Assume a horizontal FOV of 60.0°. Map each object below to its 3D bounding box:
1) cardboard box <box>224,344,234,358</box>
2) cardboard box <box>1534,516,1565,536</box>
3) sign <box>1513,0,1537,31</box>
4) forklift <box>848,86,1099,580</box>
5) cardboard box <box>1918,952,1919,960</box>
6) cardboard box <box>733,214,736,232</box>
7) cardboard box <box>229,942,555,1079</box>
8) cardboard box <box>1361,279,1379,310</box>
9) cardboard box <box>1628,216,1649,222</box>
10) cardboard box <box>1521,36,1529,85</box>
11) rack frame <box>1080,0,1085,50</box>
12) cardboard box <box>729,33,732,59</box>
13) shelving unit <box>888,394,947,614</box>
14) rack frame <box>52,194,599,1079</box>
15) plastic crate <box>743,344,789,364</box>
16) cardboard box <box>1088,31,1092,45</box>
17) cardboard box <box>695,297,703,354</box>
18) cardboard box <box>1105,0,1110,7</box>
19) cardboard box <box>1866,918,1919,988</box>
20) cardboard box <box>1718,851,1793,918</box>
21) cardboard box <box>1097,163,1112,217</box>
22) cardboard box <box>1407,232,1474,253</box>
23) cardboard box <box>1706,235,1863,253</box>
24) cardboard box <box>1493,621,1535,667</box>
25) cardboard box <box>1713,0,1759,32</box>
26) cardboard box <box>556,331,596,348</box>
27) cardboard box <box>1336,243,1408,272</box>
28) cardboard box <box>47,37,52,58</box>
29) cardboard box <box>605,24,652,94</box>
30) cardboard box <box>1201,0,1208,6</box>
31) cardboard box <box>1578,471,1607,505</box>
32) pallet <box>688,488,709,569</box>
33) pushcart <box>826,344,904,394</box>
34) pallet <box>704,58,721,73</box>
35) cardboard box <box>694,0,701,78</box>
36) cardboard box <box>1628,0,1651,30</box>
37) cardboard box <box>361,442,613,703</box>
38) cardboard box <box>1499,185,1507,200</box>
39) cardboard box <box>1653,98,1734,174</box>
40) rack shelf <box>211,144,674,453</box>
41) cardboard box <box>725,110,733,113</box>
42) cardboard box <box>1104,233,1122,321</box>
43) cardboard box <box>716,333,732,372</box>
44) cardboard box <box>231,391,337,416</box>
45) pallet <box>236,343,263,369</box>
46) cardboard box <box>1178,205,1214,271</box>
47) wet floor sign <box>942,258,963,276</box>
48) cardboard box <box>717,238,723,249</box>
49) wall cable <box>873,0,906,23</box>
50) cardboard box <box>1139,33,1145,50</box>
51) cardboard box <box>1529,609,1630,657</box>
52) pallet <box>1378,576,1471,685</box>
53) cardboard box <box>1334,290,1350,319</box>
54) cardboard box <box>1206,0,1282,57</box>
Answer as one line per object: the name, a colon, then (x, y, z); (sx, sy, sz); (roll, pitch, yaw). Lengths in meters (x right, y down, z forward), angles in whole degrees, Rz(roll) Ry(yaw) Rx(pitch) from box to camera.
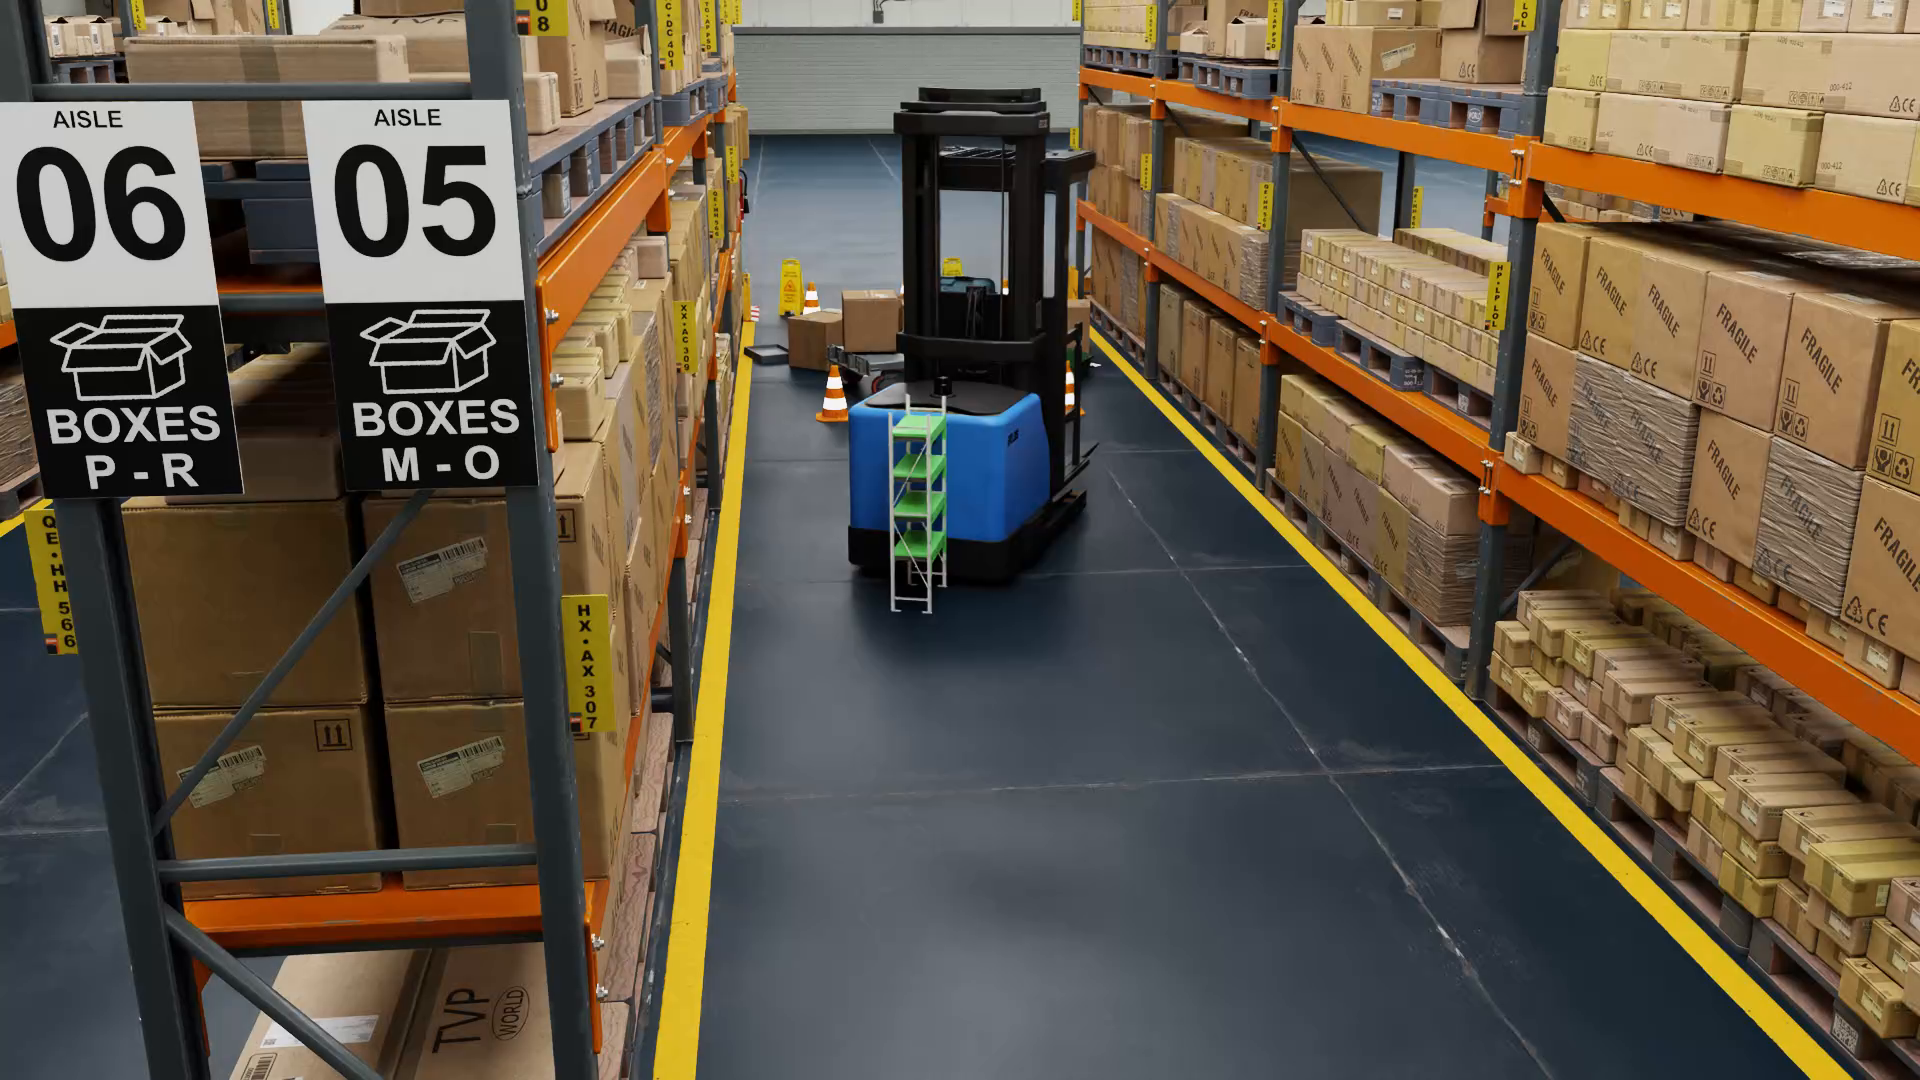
cardboard box: (-7.343, -1.871, 16.018); (0.500, 0.250, 0.500); (-2, 18, -7)
cardboard box: (3.307, -0.225, 9.106); (0.500, 0.250, 0.500); (-3, 18, -8)
sign: (2.569, -2.479, 7.536); (0.100, 0.325, 0.005); (-2, 18, -6)
forklift: (0.260, -1.558, 11.247); (1.130, 2.935, 3.031); (6, 18, 18)
cardboard box: (3.226, 1.287, 5.136); (0.380, 0.149, 0.250); (-2, 17, -5)
cardboard box: (-2.454, -3.197, 16.772); (0.380, 0.149, 0.250); (-2, 18, -5)
cardboard box: (-1.548, 1.572, 4.738); (0.875, 0.438, 0.875); (-2, 18, -8)
cardboard box: (2.692, -1.511, 10.205); (0.380, 0.149, 0.250); (-2, 18, -6)
cardboard box: (6.908, -3.148, 16.615); (0.380, 0.149, 0.250); (-2, 18, -6)
cardboard box: (3.239, -2.489, 8.536); (0.500, 0.311, 0.500); (-2, 18, -6)
rack frame: (1.883, -7.069, 18.669); (1.000, 3.000, 0.127); (-2, 18, -6)
cardboard box: (-2.546, -4.926, 16.606); (0.500, 0.250, 0.500); (-2, 18, -5)
shelving unit: (-0.246, -0.218, 9.867); (0.258, 1.200, 0.503); (3, 18, 9)
rack frame: (-1.380, 0.744, 3.801); (1.000, 3.000, 0.127); (-2, 18, -6)
plastic crate: (-1.964, -1.932, 17.196); (0.402, 0.080, 0.583); (-8, 19, -25)
cardboard box: (1.626, -5.578, 18.479); (0.380, 0.149, 0.250); (-2, 18, -5)
cardboard box: (-1.719, -1.211, 9.443); (0.500, 0.250, 0.500); (-2, 18, -7)
cardboard box: (1.731, -5.658, 17.404); (0.380, 0.149, 0.250); (-2, 18, -6)
cardboard box: (3.221, 1.351, 5.429); (0.380, 0.149, 0.250); (-2, 18, -7)
cardboard box: (3.075, 1.268, 6.189); (0.380, 0.149, 0.250); (-3, 18, -8)
cardboard box: (1.977, -3.835, 18.134); (0.875, 0.550, 0.550); (-2, 18, -6)
cardboard box: (3.238, -1.980, 11.203); (0.380, 0.149, 0.250); (-2, 18, -6)
cardboard box: (3.497, -1.012, 7.061); (0.500, 0.500, 0.500); (-2, 18, -7)
cardboard box: (2.840, 0.505, 8.124); (0.380, 0.149, 0.250); (-1, 17, -3)
cardboard box: (2.997, -1.932, 6.066); (0.380, 0.149, 0.250); (-1, 17, -3)
cardboard box: (-1.277, -0.516, 4.894); (0.380, 0.149, 0.250); (-2, 18, -5)
cardboard box: (2.641, -1.811, 10.664); (0.380, 0.149, 0.250); (-3, 18, -8)
cardboard box: (-7.060, -3.688, 12.461); (0.380, 0.149, 0.250); (-2, 18, -6)
cardboard box: (-1.408, -1.883, 6.515); (0.396, 0.266, 0.258); (-1, 17, -4)
cardboard box: (2.543, -5.225, 16.024); (0.380, 0.149, 0.250); (-2, 18, -6)
cardboard box: (3.005, -0.264, 7.430); (0.380, 0.149, 0.250); (-3, 18, -8)
pallet: (-2.199, -0.072, 11.055); (1.003, 0.211, 1.213); (-2, 18, -6)
pushcart: (-0.355, -1.666, 15.853); (1.648, 0.377, 0.936); (-8, 19, -25)
pallet: (-2.660, -3.986, 14.171); (1.213, 0.211, 1.003); (-2, 18, -6)
cardboard box: (-1.914, -3.030, 9.945); (0.700, 0.500, 0.500); (-3, 18, -8)
cardboard box: (2.987, -2.170, 6.824); (0.380, 0.149, 0.250); (-2, 18, -6)
cardboard box: (-1.146, 0.067, 4.119); (0.500, 0.500, 0.500); (-2, 18, -7)
cardboard box: (6.619, -4.117, 19.703); (0.380, 0.149, 0.250); (-2, 18, -6)
cardboard box: (3.001, -1.540, 6.317); (0.500, 0.250, 0.500); (-1, 17, -3)
rack shelf: (-1.586, -0.940, 5.357); (1.077, 0.370, 4.000); (-2, 18, -6)
cardboard box: (-2.648, -4.092, 16.870); (0.700, 0.500, 0.500); (-2, 18, -6)
cardboard box: (2.111, -2.931, 18.351); (0.875, 0.875, 0.875); (-2, 18, -7)
cardboard box: (-2.561, -1.622, 15.022); (0.950, 0.372, 0.625); (-2, 17, -5)
cardboard box: (-1.666, -0.266, 4.098); (0.380, 0.149, 0.250); (-1, 17, -5)
pallet: (-7.724, -1.949, 17.033); (1.003, 0.211, 1.213); (-2, 18, -6)
cardboard box: (2.184, -2.598, 14.277); (0.500, 0.500, 0.500); (-2, 18, -6)
wet floor sign: (-0.090, -3.031, 19.753); (0.267, 0.644, 0.232); (-5, 18, -15)
cardboard box: (-2.188, -2.537, 13.968); (0.380, 0.149, 0.250); (-2, 18, -5)
wall cable: (-1.430, -18.264, 48.650); (2.305, 6.003, 0.169); (-2, 18, -6)
cardboard box: (1.914, -4.748, 15.835); (0.380, 0.149, 0.250); (-1, 17, -5)
cardboard box: (2.919, 0.438, 7.840); (0.380, 0.149, 0.250); (-1, 17, -3)
pallet: (3.039, 0.467, 9.336); (1.003, 0.211, 1.213); (-2, 18, -6)
cardboard box: (2.639, -1.523, 10.739); (0.380, 0.149, 0.250); (-1, 17, -3)
cardboard box: (2.250, -4.059, 13.055); (0.500, 0.500, 0.500); (-2, 18, -6)
